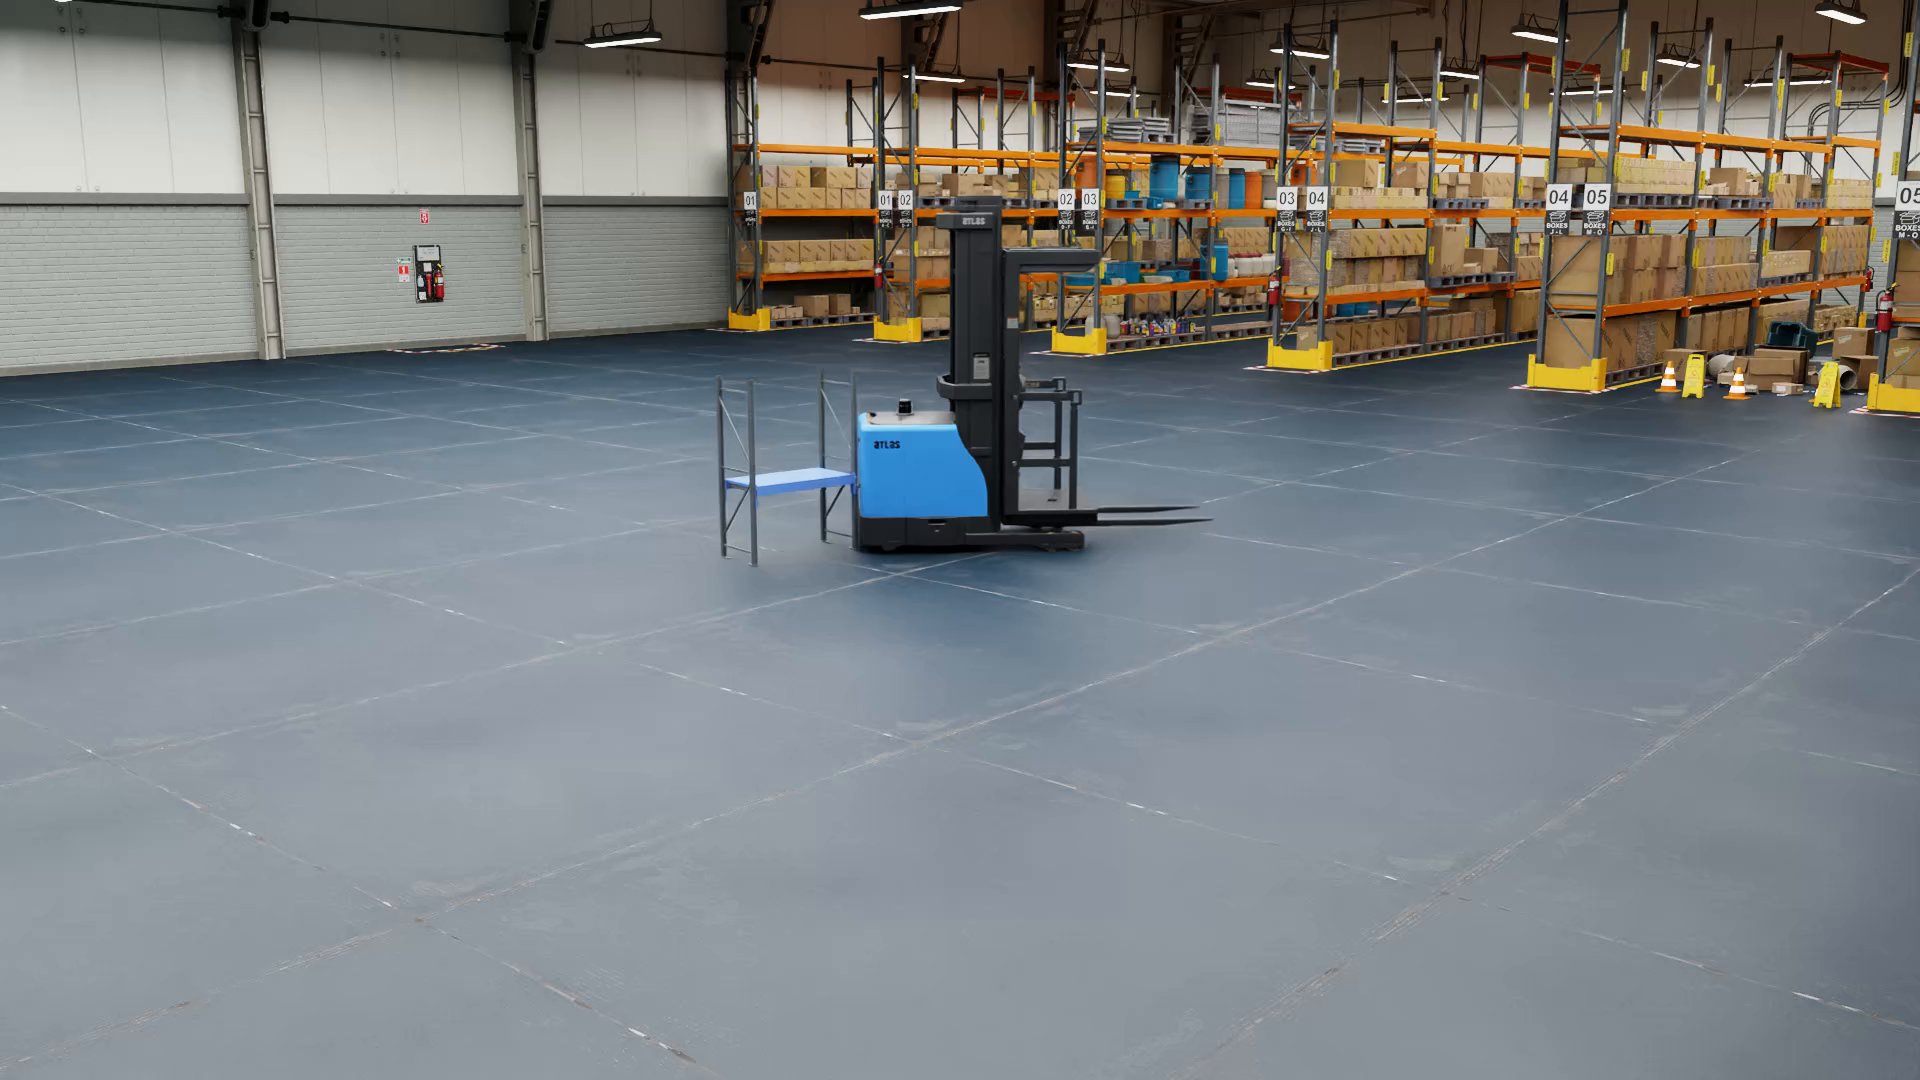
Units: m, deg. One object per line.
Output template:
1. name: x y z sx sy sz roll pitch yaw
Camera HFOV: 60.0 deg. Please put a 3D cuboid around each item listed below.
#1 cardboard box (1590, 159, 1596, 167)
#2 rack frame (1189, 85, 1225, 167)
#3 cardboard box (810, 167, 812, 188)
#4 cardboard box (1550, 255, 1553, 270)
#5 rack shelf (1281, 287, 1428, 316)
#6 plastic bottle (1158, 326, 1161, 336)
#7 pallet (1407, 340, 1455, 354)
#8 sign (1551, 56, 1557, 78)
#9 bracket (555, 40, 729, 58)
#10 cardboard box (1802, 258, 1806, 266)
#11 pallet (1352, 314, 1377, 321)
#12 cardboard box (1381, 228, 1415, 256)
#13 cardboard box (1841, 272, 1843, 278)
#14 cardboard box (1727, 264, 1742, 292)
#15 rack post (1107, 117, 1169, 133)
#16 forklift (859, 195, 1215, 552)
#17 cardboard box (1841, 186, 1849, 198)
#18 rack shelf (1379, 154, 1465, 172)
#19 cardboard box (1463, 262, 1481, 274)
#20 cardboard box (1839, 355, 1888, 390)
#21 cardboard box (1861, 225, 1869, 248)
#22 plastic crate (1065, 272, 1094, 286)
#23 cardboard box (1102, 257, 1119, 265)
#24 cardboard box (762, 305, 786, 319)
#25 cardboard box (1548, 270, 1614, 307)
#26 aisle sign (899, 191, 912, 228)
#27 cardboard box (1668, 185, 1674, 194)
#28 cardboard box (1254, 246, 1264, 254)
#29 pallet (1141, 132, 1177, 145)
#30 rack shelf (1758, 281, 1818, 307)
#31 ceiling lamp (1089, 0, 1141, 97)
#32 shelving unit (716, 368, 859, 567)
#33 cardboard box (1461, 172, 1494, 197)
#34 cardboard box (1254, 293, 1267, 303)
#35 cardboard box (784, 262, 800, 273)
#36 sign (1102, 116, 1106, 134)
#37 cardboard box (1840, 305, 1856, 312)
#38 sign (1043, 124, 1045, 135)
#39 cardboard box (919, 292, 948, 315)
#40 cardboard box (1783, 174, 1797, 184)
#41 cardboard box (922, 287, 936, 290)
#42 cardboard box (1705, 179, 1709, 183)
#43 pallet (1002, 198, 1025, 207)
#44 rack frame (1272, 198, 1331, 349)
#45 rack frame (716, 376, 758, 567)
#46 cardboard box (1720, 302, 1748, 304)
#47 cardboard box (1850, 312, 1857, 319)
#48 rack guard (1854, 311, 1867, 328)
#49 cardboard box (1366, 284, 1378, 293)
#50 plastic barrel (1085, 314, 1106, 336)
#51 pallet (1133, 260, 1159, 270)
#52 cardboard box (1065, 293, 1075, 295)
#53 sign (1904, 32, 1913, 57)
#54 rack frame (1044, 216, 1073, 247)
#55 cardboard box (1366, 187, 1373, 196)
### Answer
1. cardboard box: 10.048 -6.085 26.888 0.380 0.149 0.250 10 15 41
2. rack frame: 6.568 -10.569 44.399 1.000 3.000 0.127 10 15 40
3. cardboard box: -3.957 -8.843 40.558 0.500 0.500 0.500 10 15 40
4. cardboard box: 12.898 -6.068 36.925 0.500 0.500 0.500 10 15 41
5. rack shelf: 7.406 -4.521 31.276 1.077 0.370 4.000 10 15 40
6. plastic bottle: 4.154 -4.370 34.702 0.097 0.201 0.097 0 11 0
7. pallet: 9.239 -3.916 33.526 1.003 0.211 1.213 10 15 40
8. sign: 9.347 -7.435 26.122 0.100 0.325 0.005 10 15 40
9. bracket: -6.983 -10.934 37.041 0.076 0.066 4.783 10 15 40
10. cardboard box: 17.379 -5.795 34.625 0.380 0.149 0.250 10 15 41
11. pallet: 9.746 -5.510 41.509 1.003 0.211 1.213 10 15 40
12. cardboard box: 8.307 -5.678 31.663 0.500 0.500 0.500 10 15 40
13. cardboard box: 19.387 -5.892 36.943 0.380 0.149 0.250 9 14 38
14. cardboard box: 14.270 -4.902 31.090 0.500 0.500 0.500 9 15 39
15. rack post: 3.621 -8.414 33.806 0.937 0.300 0.954 9 15 39
16. forklift: 0.645 -1.440 14.186 3.031 2.935 1.130 -1 11 -4
17. cardboard box: 18.839 -7.516 35.883 0.500 0.250 0.500 10 15 41
18. rack shelf: 11.607 -9.673 42.773 1.077 0.370 4.000 10 15 40
19. cardboard box: 10.469 -5.617 34.194 0.396 0.266 0.258 9 15 39
20. cardboard box: 14.441 -2.681 26.600 0.500 0.500 0.500 -2 11 -9
21. cardboard box: 20.192 -6.863 37.598 0.500 0.500 0.500 9 15 39
22. plastic crate: 2.471 -5.260 33.515 0.499 0.251 0.616 10 15 40
23. cardboard box: 3.655 -6.947 41.809 0.500 0.311 0.500 11 16 44
24. cardboard box: -4.552 -5.488 40.023 0.500 0.311 0.500 8 14 34
25. cardboard box: 9.956 -4.058 26.735 0.875 0.550 0.550 10 15 40
26. aisle sign: -1.166 -7.087 35.646 0.394 0.787 0.004 10 15 40
27. cardboard box: 11.715 -5.871 27.850 0.380 0.149 0.250 10 15 41
28. cardboard box: 8.112 -7.940 46.298 0.500 0.500 0.500 9 15 40
29. pallet: 3.677 -8.157 33.827 1.003 0.211 1.213 10 15 40
30. rack shelf: 16.346 -5.042 33.884 1.077 0.370 4.000 10 15 40
31. ceiling lamp: 4.402 -13.585 44.600 0.800 3.185 2.000 10 15 40
32. shelving unit: -1.418 -0.623 13.753 1.048 1.500 0.538 -10 15 -40
33. cardboard box: 10.571 -7.272 34.020 0.500 0.500 0.500 10 15 41
34. cardboard box: 8.385 -6.835 46.919 0.500 0.250 0.500 10 15 40
35. cardboard box: -4.184 -6.546 39.910 0.500 0.250 0.500 9 15 39
36. sign: 2.776 -7.988 32.012 0.100 0.325 0.005 10 15 40
37. cardboard box: 20.148 -5.267 37.859 0.380 0.149 0.250 10 15 41
38. sign: 2.444 -11.820 47.874 0.100 0.325 0.005 10 15 40
39. cardboard box: -0.573 -5.353 37.636 0.500 0.500 0.500 10 15 40
40. cardboard box: 16.548 -7.206 33.888 0.797 0.503 0.637 10 15 40
41. cardboard box: -0.991 -6.771 44.047 0.500 0.250 0.500 10 15 40
42. cardboard box: 13.713 -6.556 30.866 0.500 0.311 0.500 9 15 39
43. pallet: 0.744 -7.748 38.164 1.003 0.211 1.213 10 15 40
44. rack frame: 6.086 -4.580 29.732 1.000 3.000 0.127 10 15 40
45. rack frame: -1.804 -0.559 13.428 0.032 1.500 0.500 -10 15 -40
46. cardboard box: 15.606 -4.659 33.523 0.500 0.250 0.500 10 15 41
47. cardboard box: 20.173 -5.117 37.868 0.380 0.149 0.250 9 15 39
48. rack guard: 20.257 -5.041 38.422 1.175 0.500 0.348 10 15 40
49. cardboard box: 7.516 -4.676 30.854 0.380 0.149 0.250 10 15 40
50. plastic barrel: 2.742 -4.313 33.675 0.421 0.512 0.421 0 11 0
51. pallet: 4.323 -7.053 42.604 1.213 0.211 1.003 10 15 40
52. cardboard box: 2.683 -5.979 41.251 0.500 0.311 0.500 9 15 39
53. sign: 13.127 -6.851 22.997 0.100 0.325 0.005 10 15 40
54. rack frame: 2.845 -8.267 48.191 1.000 3.000 0.127 10 15 40
55. cardboard box: 7.326 -6.370 30.403 0.380 0.149 0.250 9 14 38
